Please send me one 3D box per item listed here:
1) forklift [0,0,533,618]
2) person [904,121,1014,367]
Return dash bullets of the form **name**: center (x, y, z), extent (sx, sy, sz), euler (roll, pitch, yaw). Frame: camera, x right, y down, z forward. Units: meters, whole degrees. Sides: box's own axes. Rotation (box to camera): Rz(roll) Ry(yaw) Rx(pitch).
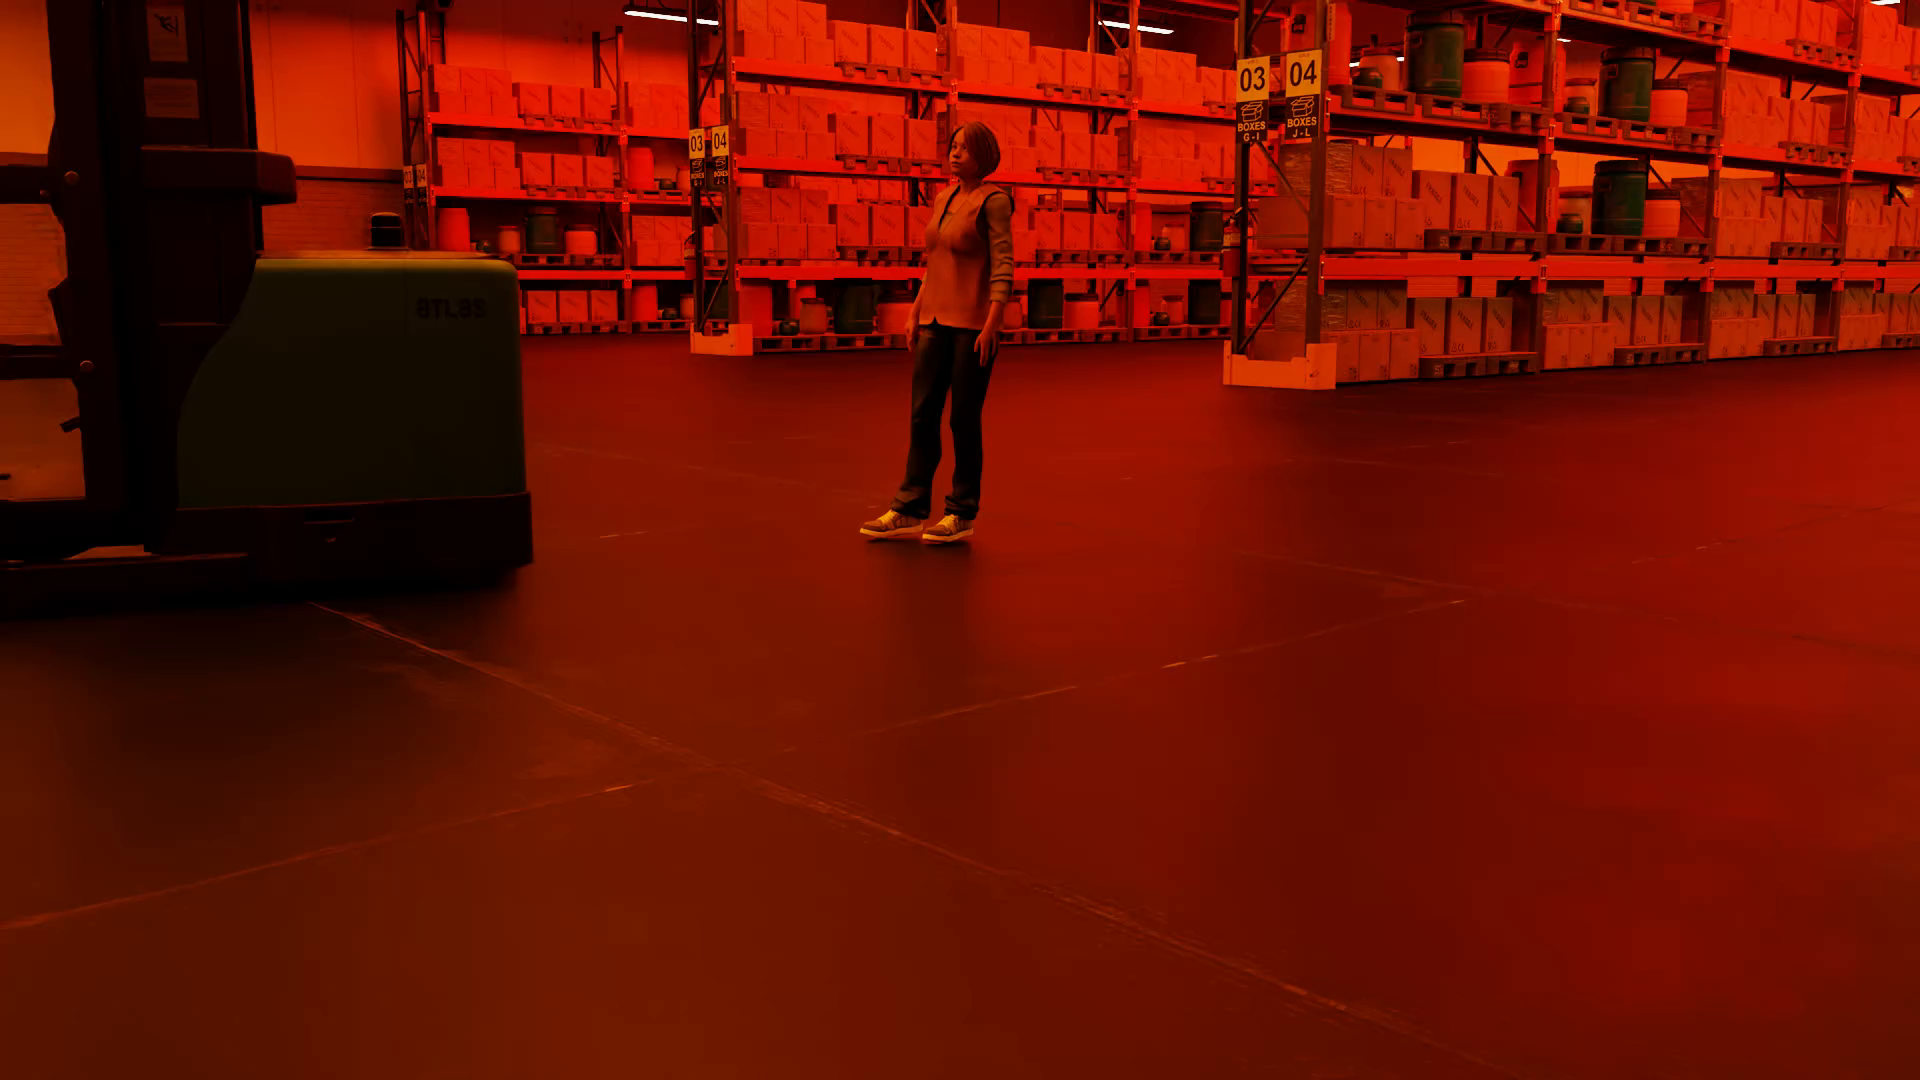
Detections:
- **forklift**: center (-3.007, -1.286, 5.267), extent (3.031, 2.935, 1.130), euler (-3, 9, -20)
- **person**: center (0.017, -1.136, 6.384), extent (0.258, 0.918, 0.502), euler (-8, 12, -40)
